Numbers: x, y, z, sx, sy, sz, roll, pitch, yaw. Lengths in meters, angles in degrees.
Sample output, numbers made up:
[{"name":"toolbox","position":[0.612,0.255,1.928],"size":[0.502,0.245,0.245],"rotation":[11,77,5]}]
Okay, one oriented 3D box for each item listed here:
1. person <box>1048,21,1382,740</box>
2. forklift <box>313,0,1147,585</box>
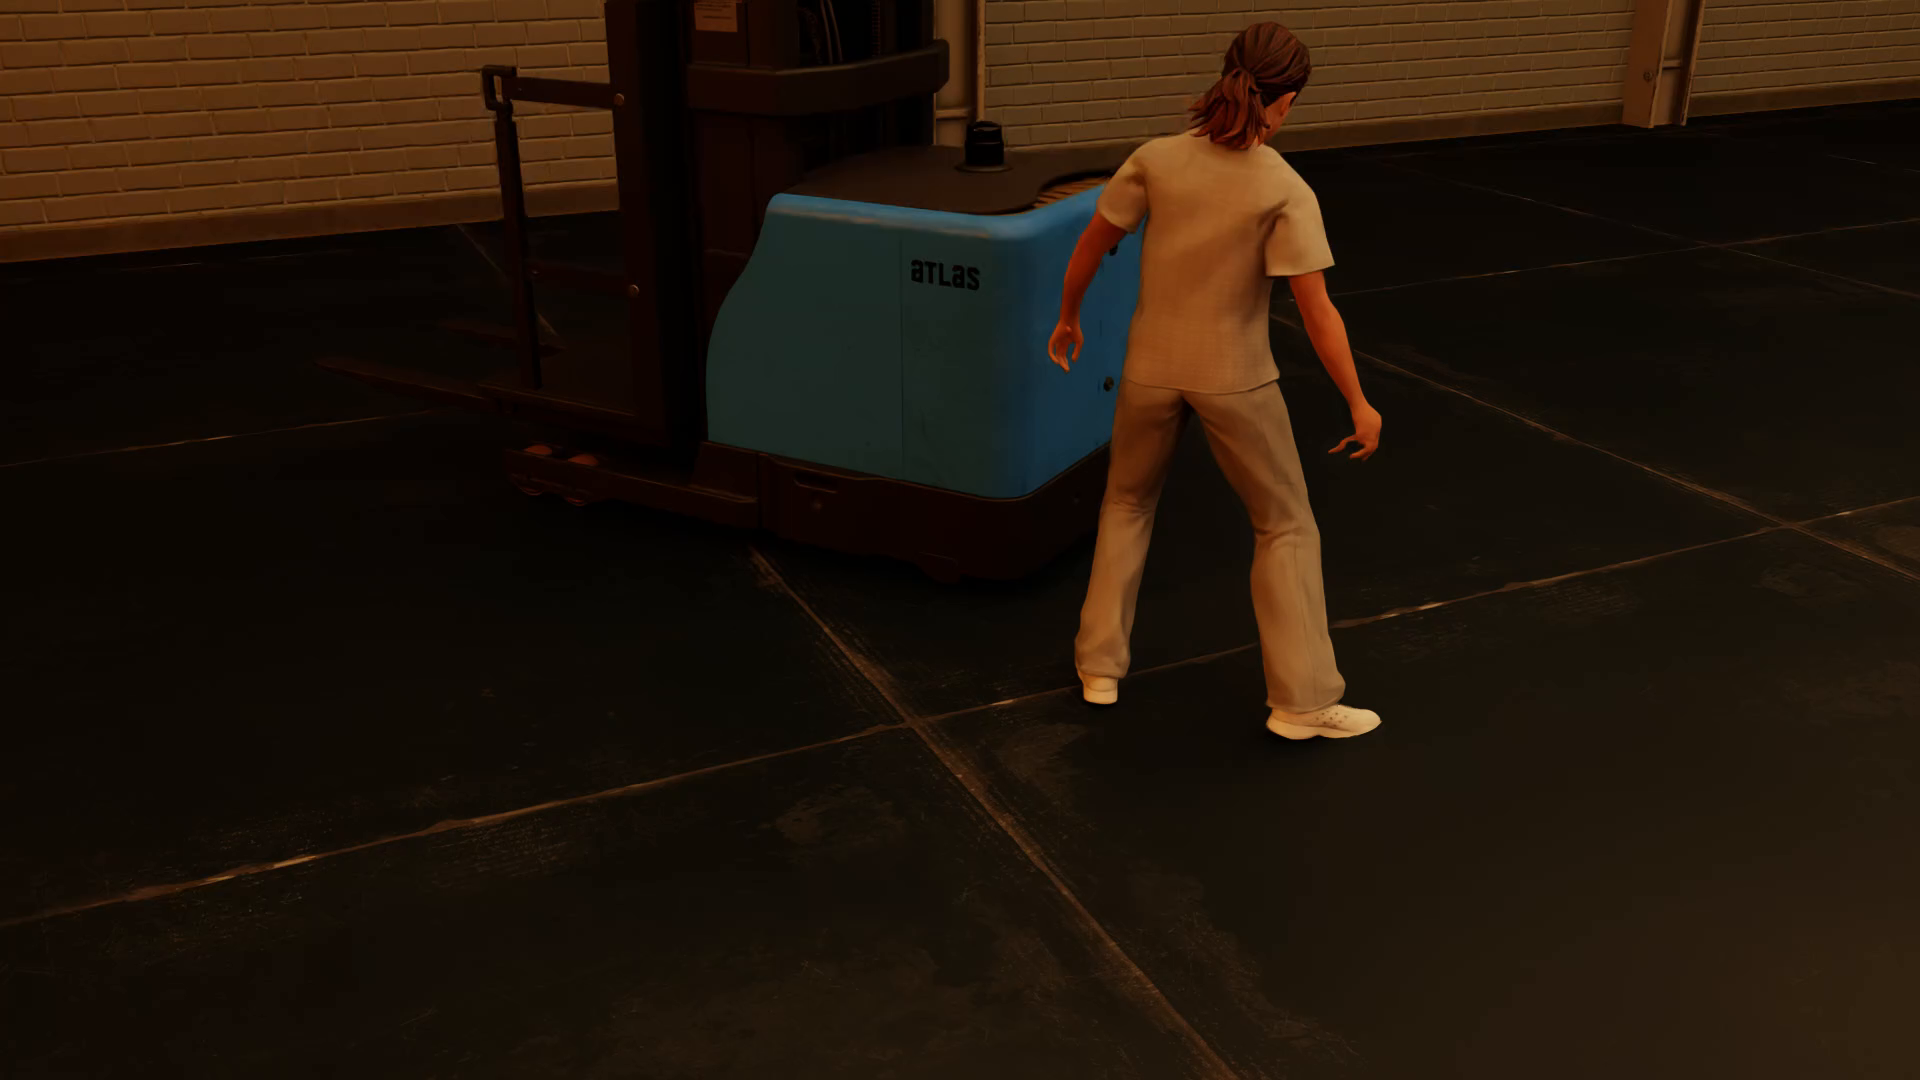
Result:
[{"name":"person","position":[0.606,-0.348,3.874],"size":[0.885,1.638,0.385],"rotation":[10,25,22]},{"name":"forklift","position":[-0.897,-1.622,5.190],"size":[3.031,2.935,1.130],"rotation":[12,26,27]}]
